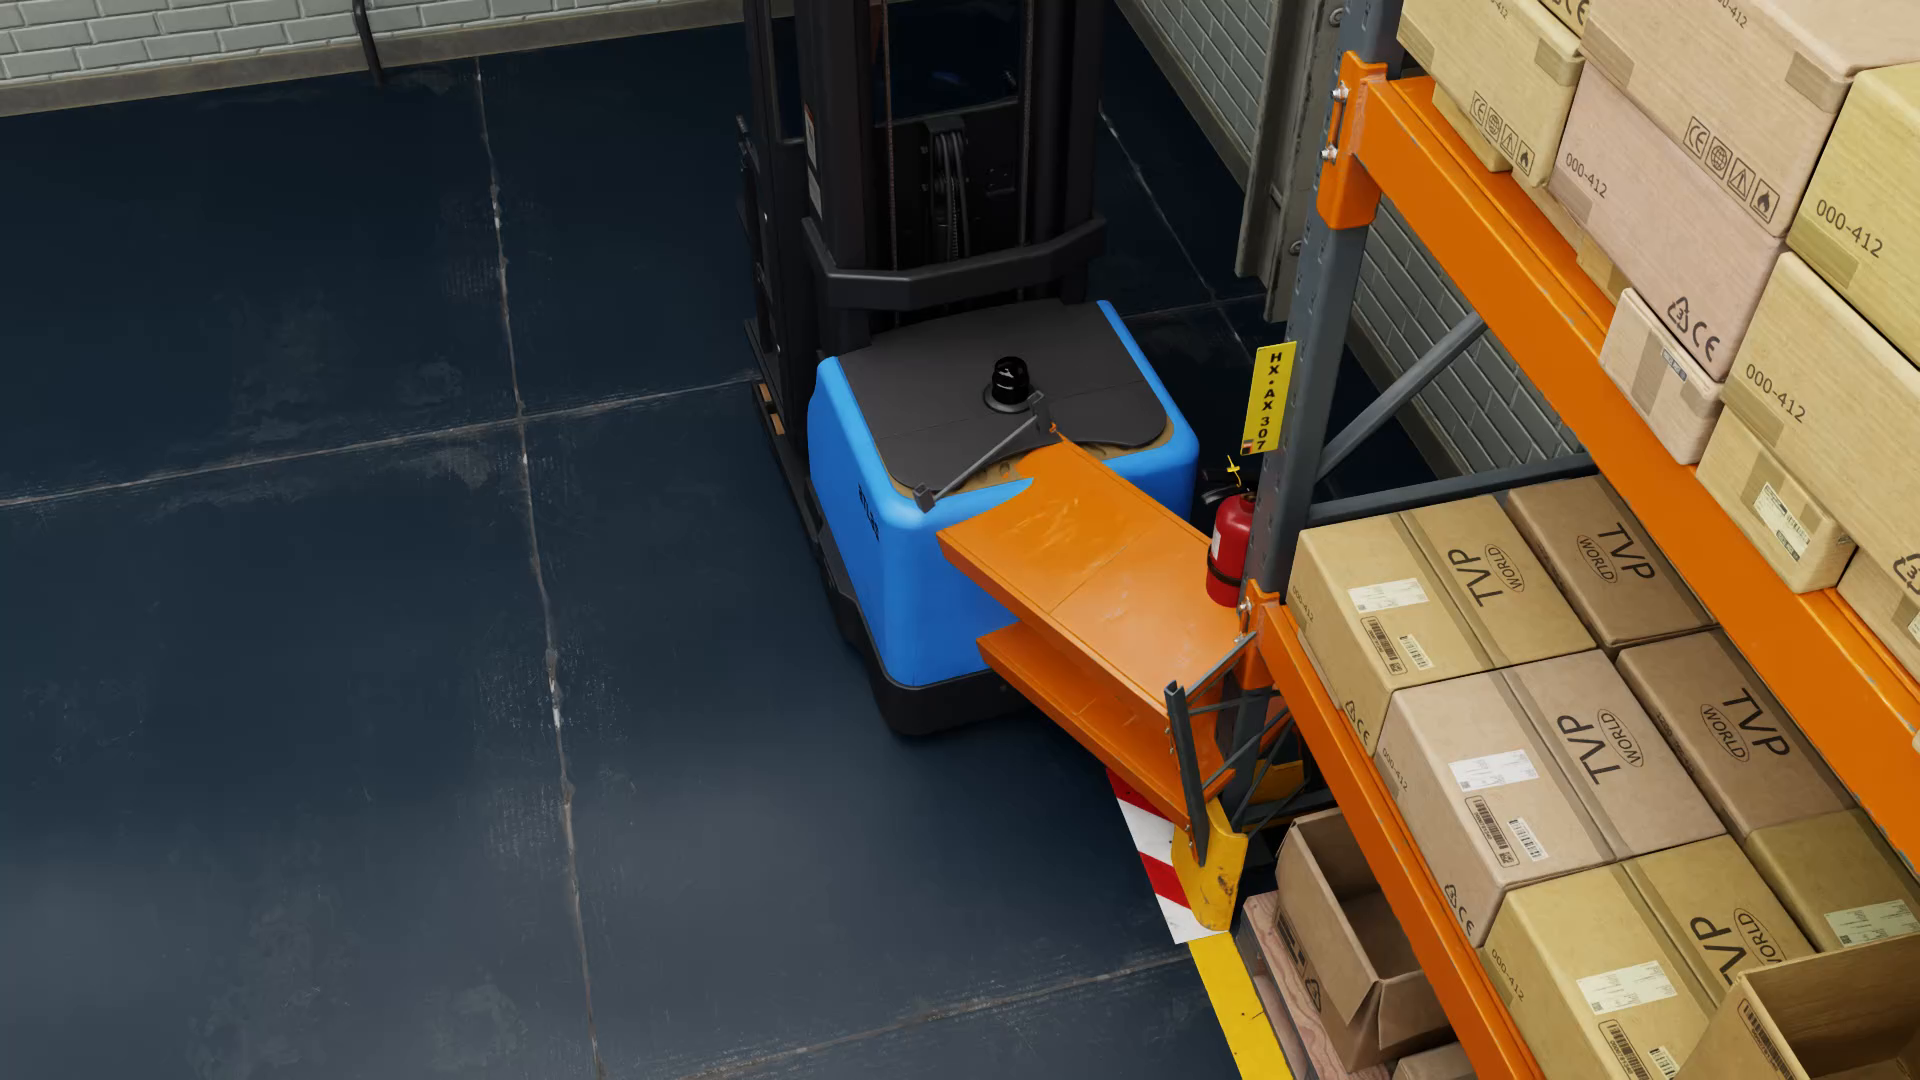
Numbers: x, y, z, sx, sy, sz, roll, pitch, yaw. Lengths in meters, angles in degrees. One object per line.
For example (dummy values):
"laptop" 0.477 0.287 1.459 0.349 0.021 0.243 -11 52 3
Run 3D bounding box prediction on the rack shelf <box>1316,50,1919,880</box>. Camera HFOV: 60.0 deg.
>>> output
"rack shelf" 1.755 0.461 2.102 1.077 0.370 4.000 -11 47 -10

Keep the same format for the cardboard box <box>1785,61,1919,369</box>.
"cardboard box" 1.367 -0.347 1.936 0.500 0.250 0.500 -11 47 -11

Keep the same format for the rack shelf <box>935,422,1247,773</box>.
"rack shelf" 0.437 0.138 4.769 0.538 0.278 1.000 -39 53 -17

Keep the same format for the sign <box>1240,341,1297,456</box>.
"sign" 0.718 -0.326 3.863 0.100 0.325 0.005 -11 47 -10

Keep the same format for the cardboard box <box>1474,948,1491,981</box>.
"cardboard box" 1.278 0.771 3.570 0.380 0.149 0.250 -9 46 -9

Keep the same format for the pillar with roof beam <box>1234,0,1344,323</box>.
"pillar with roof beam" -2.738 -3.461 3.341 9.100 9.000 0.400 -11 47 -10

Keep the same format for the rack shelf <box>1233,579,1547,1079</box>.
"rack shelf" 1.755 1.511 3.173 1.077 0.370 4.000 -11 47 -10

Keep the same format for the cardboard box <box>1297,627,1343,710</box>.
"cardboard box" 1.061 0.243 4.087 0.380 0.149 0.250 -11 47 -11

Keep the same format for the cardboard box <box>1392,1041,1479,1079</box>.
"cardboard box" 1.379 1.469 4.412 0.380 0.149 0.250 -12 47 -12

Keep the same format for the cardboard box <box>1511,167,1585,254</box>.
"cardboard box" 1.192 -0.645 2.858 0.380 0.149 0.250 -10 46 -10

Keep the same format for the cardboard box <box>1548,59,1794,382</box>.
"cardboard box" 1.242 -0.520 2.456 0.500 0.250 0.500 -10 46 -10

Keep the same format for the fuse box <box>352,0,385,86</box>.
"fuse box" -2.953 -2.933 7.926 0.539 1.711 0.414 -11 47 -10

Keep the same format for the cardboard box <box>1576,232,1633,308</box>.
"cardboard box" 1.241 -0.465 2.681 0.380 0.149 0.250 -11 47 -10

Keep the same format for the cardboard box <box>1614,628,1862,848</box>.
"cardboard box" 1.748 0.452 3.604 0.500 0.250 0.500 -11 47 -10

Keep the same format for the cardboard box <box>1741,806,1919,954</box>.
"cardboard box" 1.870 0.795 3.268 0.500 0.250 0.500 -9 46 -9

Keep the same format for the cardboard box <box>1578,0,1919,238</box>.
"cardboard box" 1.225 -0.691 2.274 0.500 0.250 0.500 -11 47 -11

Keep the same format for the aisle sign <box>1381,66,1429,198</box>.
"aisle sign" 0.941 -1.025 3.334 0.394 0.787 0.004 -11 47 -10

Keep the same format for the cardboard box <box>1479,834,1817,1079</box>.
"cardboard box" 1.361 0.886 3.178 0.500 0.250 0.500 -12 47 -11

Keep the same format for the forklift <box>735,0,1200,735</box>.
"forklift" -0.199 -1.451 5.620 1.130 2.935 3.031 -13 47 -13

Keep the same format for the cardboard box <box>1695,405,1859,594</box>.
"cardboard box" 1.279 -0.094 2.318 0.380 0.149 0.250 -11 47 -10

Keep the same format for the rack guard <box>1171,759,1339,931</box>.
"rack guard" 1.262 0.806 5.111 1.175 0.500 0.348 -11 47 -10

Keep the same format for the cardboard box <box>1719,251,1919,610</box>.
"cardboard box" 1.361 -0.164 2.107 0.500 0.250 0.500 -12 47 -12

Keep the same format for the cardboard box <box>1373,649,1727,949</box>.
"cardboard box" 1.228 0.537 3.520 0.500 0.250 0.500 -10 46 -10

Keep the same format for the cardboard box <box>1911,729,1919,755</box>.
"cardboard box" 1.398 0.255 1.976 0.380 0.149 0.250 -11 47 -10

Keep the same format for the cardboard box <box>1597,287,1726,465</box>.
"cardboard box" 1.205 -0.274 2.494 0.380 0.149 0.250 -10 46 -9

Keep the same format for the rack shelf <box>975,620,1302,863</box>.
"rack shelf" 0.545 0.465 5.181 0.538 0.278 1.000 -39 53 -17

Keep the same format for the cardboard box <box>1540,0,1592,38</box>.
"cardboard box" 1.113 -1.046 2.621 0.500 0.250 0.500 -11 47 -11

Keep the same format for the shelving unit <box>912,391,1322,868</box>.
"shelving unit" 0.496 0.316 4.993 0.538 1.125 1.048 -39 53 -17

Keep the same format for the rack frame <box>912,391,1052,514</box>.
"rack frame" 0.170 0.058 5.285 0.500 1.125 0.032 -39 53 -17

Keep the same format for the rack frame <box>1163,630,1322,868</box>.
"rack frame" 0.822 0.575 4.702 0.500 1.125 0.032 -39 53 -17

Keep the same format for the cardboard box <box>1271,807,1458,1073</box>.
"cardboard box" 1.308 1.045 4.580 0.797 0.503 0.637 -12 47 -12

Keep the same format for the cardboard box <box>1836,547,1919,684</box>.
"cardboard box" 1.402 0.065 2.162 0.380 0.149 0.250 -11 47 -11

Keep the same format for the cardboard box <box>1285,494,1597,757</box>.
"cardboard box" 1.098 0.189 3.861 0.500 0.250 0.500 -10 47 -10

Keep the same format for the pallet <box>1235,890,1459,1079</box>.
"pallet" 1.467 1.457 4.675 1.003 0.211 1.213 -11 47 -10

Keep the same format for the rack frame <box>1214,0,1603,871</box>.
"rack frame" 1.243 -0.122 4.269 1.000 3.000 0.127 -11 47 -10

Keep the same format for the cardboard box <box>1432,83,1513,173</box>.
"cardboard box" 1.099 -0.821 3.030 0.380 0.149 0.250 -10 46 -9

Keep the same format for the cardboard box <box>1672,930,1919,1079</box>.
"cardboard box" 1.483 0.962 2.579 0.500 0.500 0.500 -10 46 -9

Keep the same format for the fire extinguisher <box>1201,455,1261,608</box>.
"fire extinguisher" 0.758 0.019 4.447 0.296 0.674 0.183 -11 47 -10

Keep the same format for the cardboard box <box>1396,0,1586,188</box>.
"cardboard box" 1.092 -0.867 2.796 0.500 0.250 0.500 -11 47 -11

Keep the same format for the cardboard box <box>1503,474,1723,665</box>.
"cardboard box" 1.617 0.096 3.953 0.500 0.250 0.500 -9 46 -9
